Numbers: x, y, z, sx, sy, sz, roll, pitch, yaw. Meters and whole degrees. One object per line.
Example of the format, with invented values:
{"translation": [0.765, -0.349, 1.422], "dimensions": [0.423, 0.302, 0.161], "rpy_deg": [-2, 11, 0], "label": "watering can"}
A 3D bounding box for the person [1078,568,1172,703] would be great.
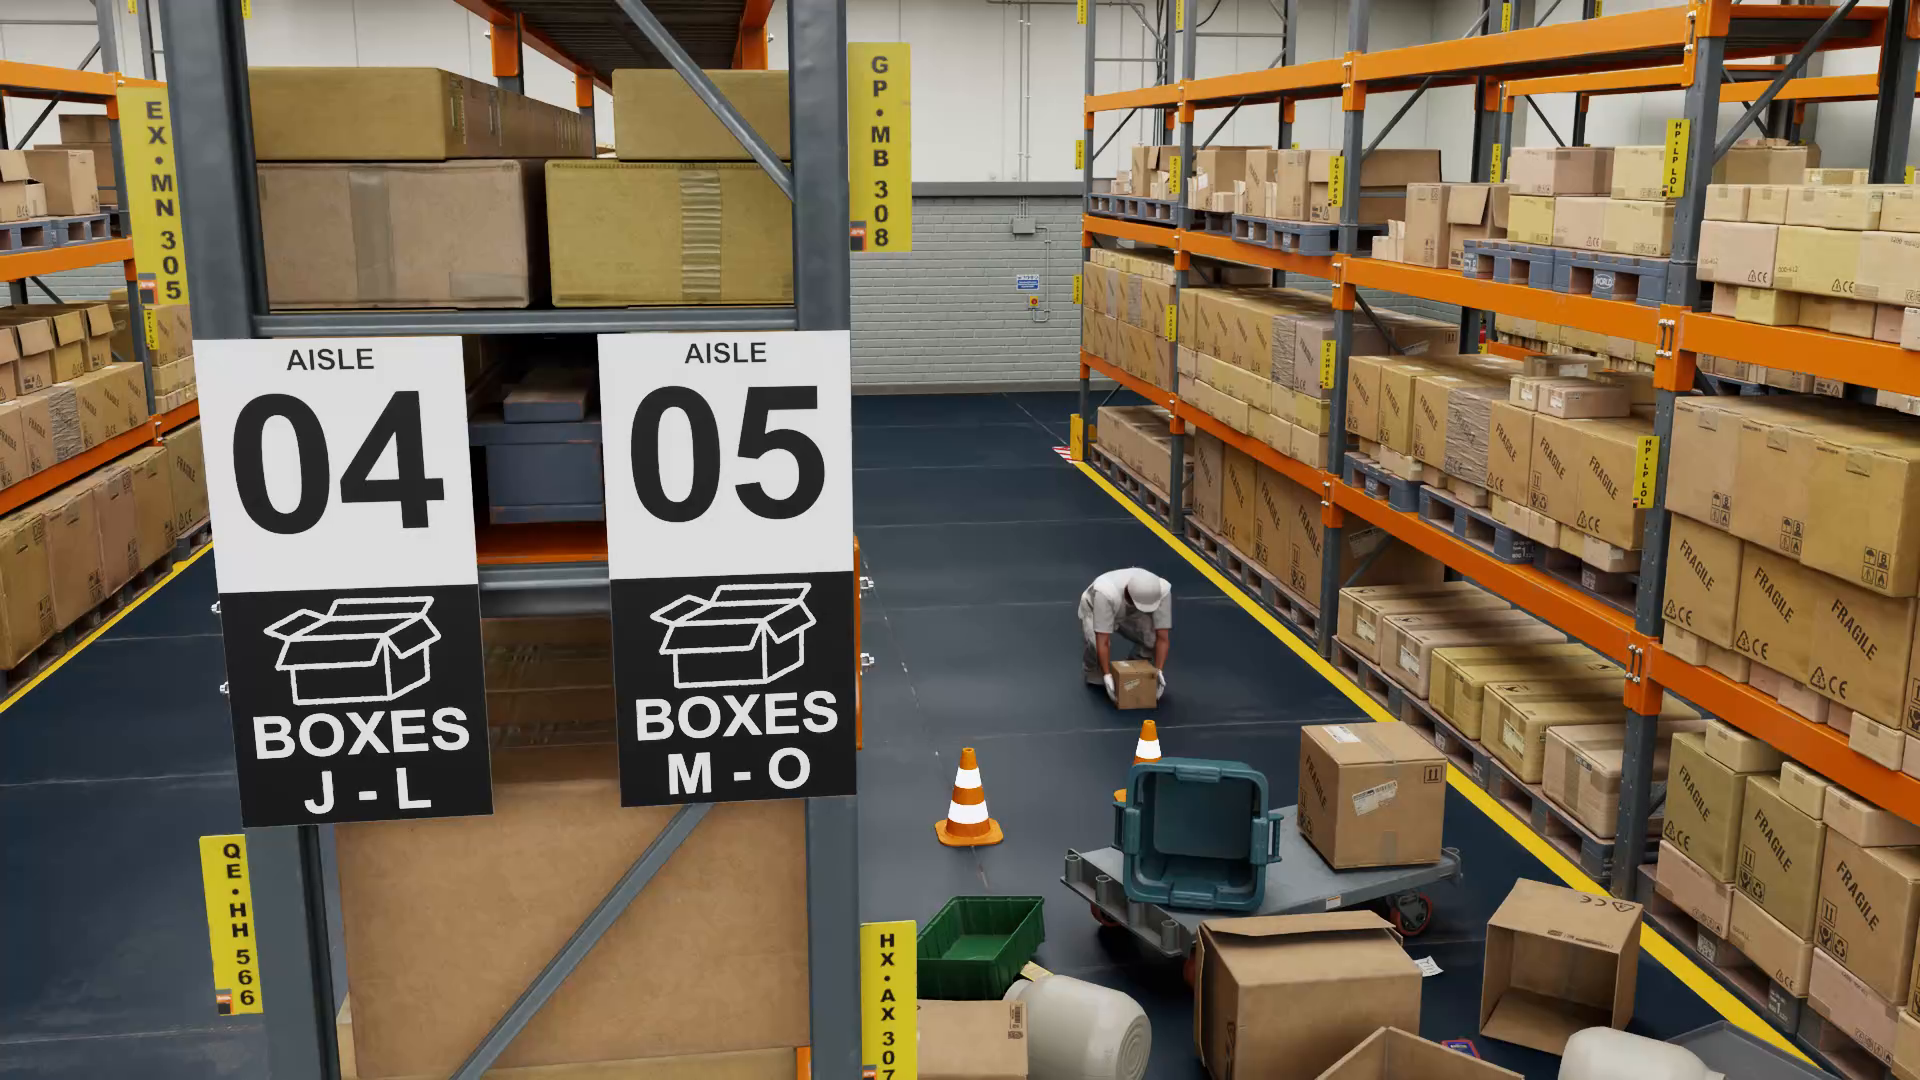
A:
{"translation": [1.098, 0.555, 11.050], "dimensions": [0.576, 0.884, 0.907], "rpy_deg": [-2, 13, -8], "label": "person"}
